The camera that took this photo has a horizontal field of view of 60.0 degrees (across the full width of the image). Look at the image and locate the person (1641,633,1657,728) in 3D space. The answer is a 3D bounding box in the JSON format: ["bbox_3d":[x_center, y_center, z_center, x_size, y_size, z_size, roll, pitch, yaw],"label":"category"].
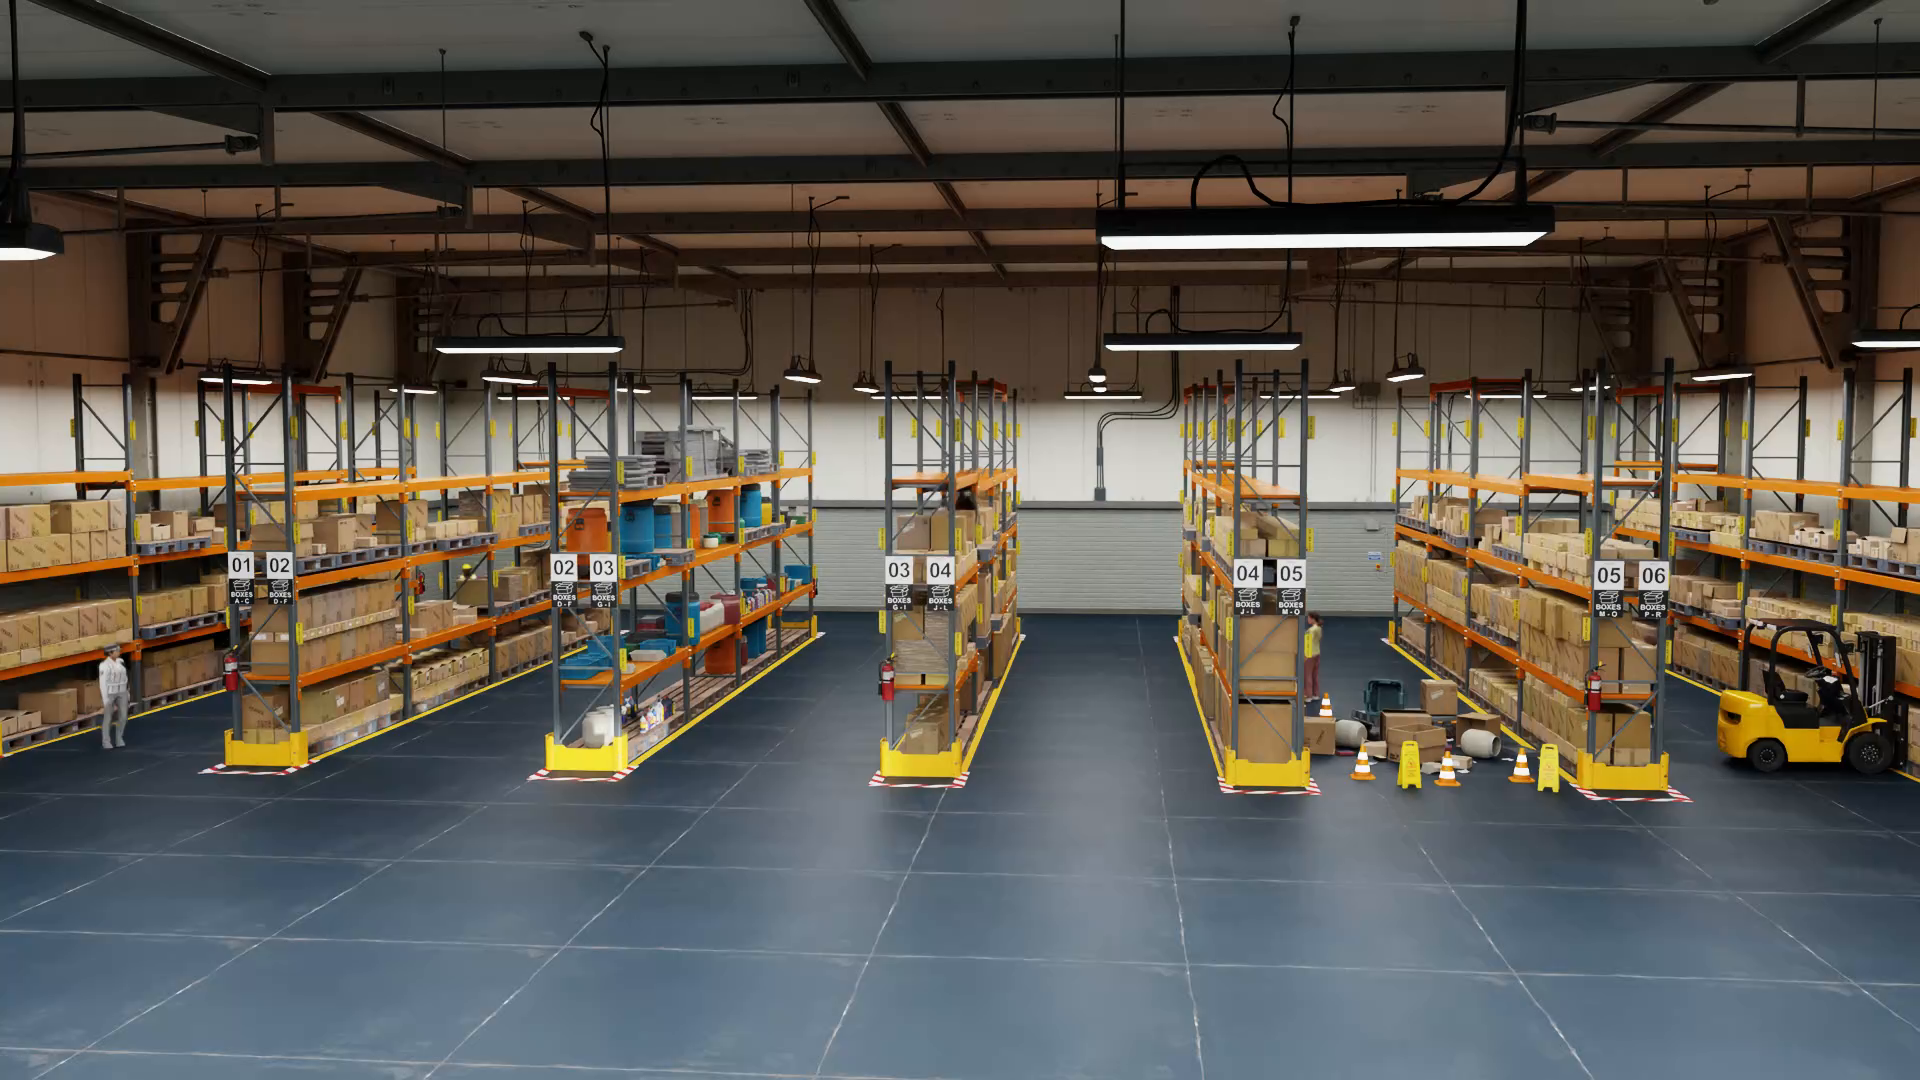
[{"bbox_3d":[11.538,2.381,27.982,0.371,1.627,0.500,3,5,37],"label":"person"}]

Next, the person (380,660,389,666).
[{"bbox_3d":[-11.635,1.998,32.857,0.636,1.613,1.028,0,4,6],"label":"person"}]

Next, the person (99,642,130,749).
[{"bbox_3d":[-13.348,2.442,26.242,0.384,1.691,0.516,3,5,38],"label":"person"}]

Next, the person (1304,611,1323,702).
[{"bbox_3d":[6.486,2.162,30.794,0.399,1.662,0.496,3,5,38],"label":"person"}]

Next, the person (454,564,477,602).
[{"bbox_3d":[-12.161,1.453,41.026,0.733,1.724,1.080,0,4,1],"label":"person"}]
